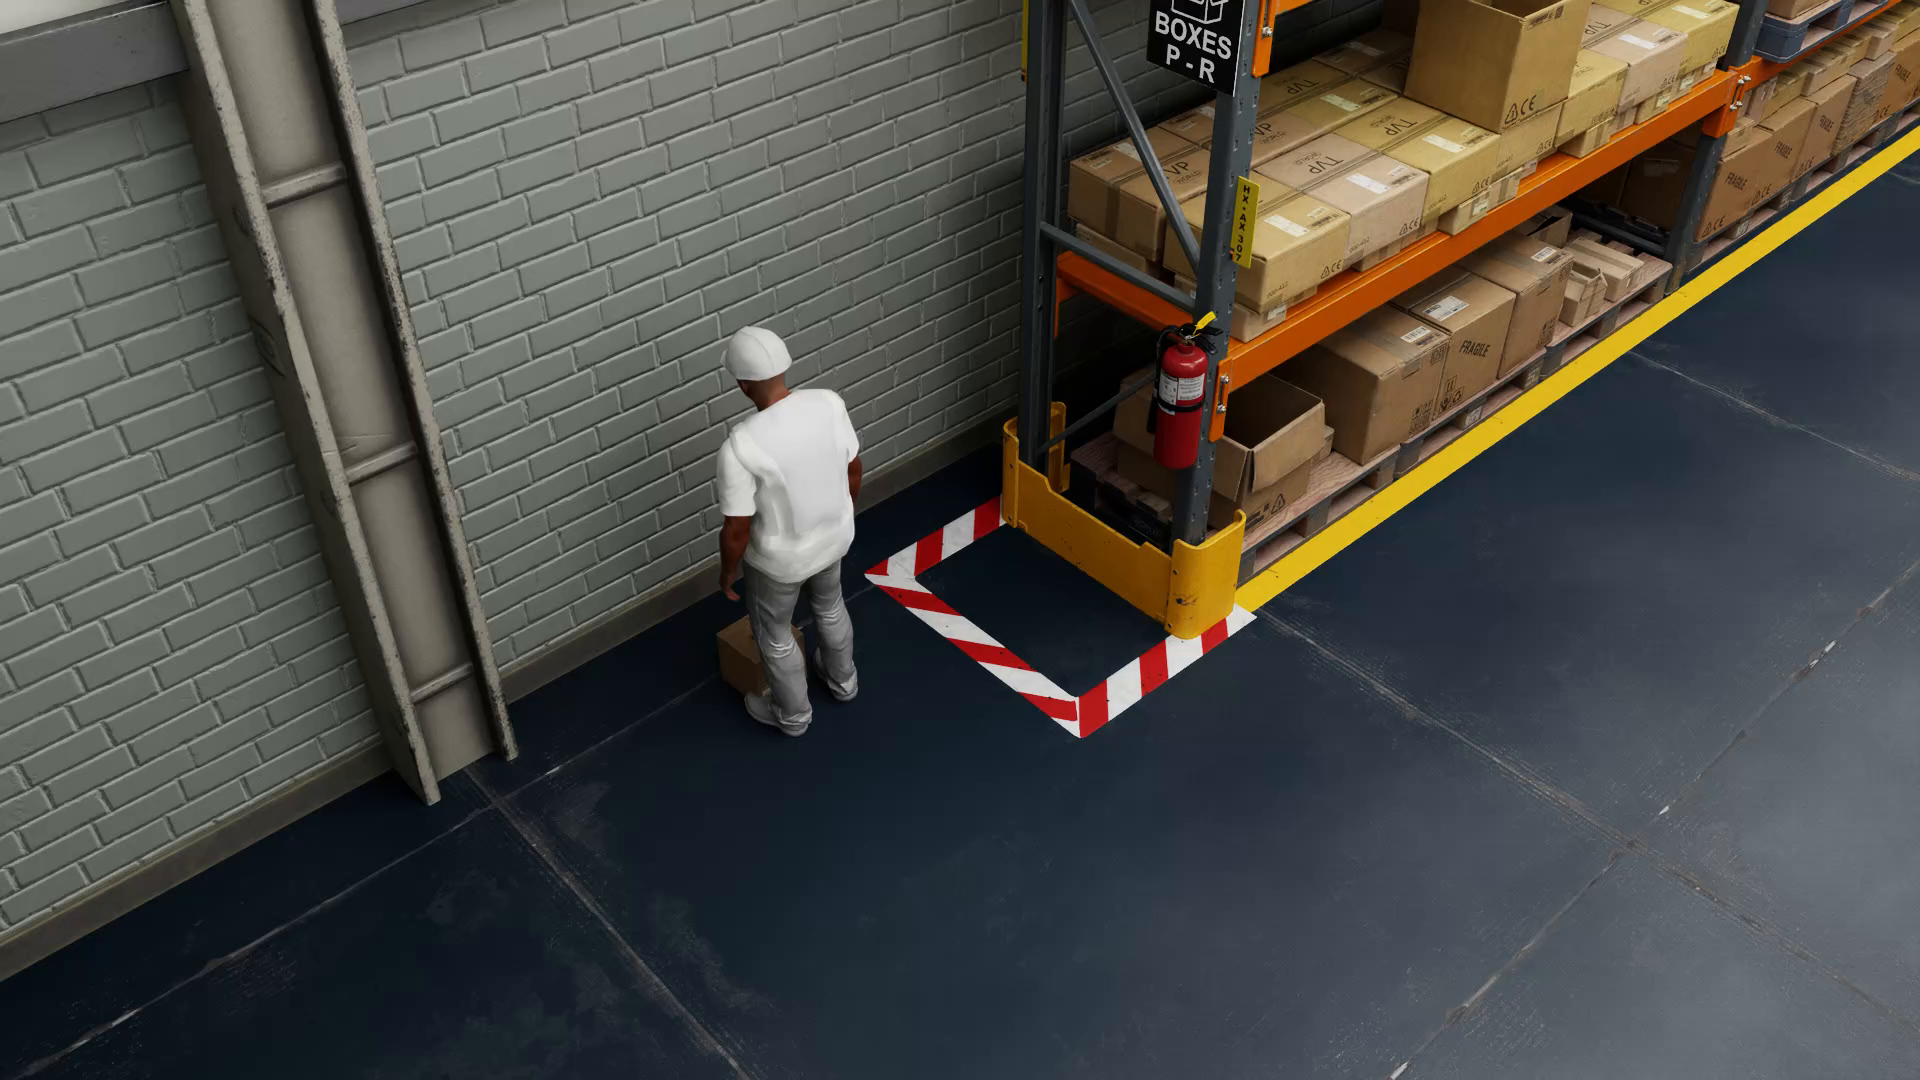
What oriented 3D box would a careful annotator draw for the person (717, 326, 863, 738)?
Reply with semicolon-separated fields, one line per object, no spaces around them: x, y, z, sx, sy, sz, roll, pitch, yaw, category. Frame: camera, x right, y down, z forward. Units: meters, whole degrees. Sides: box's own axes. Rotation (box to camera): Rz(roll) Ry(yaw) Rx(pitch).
-0.633;-0.012;6.156;0.627;1.760;0.460;-30;48;-31;person
